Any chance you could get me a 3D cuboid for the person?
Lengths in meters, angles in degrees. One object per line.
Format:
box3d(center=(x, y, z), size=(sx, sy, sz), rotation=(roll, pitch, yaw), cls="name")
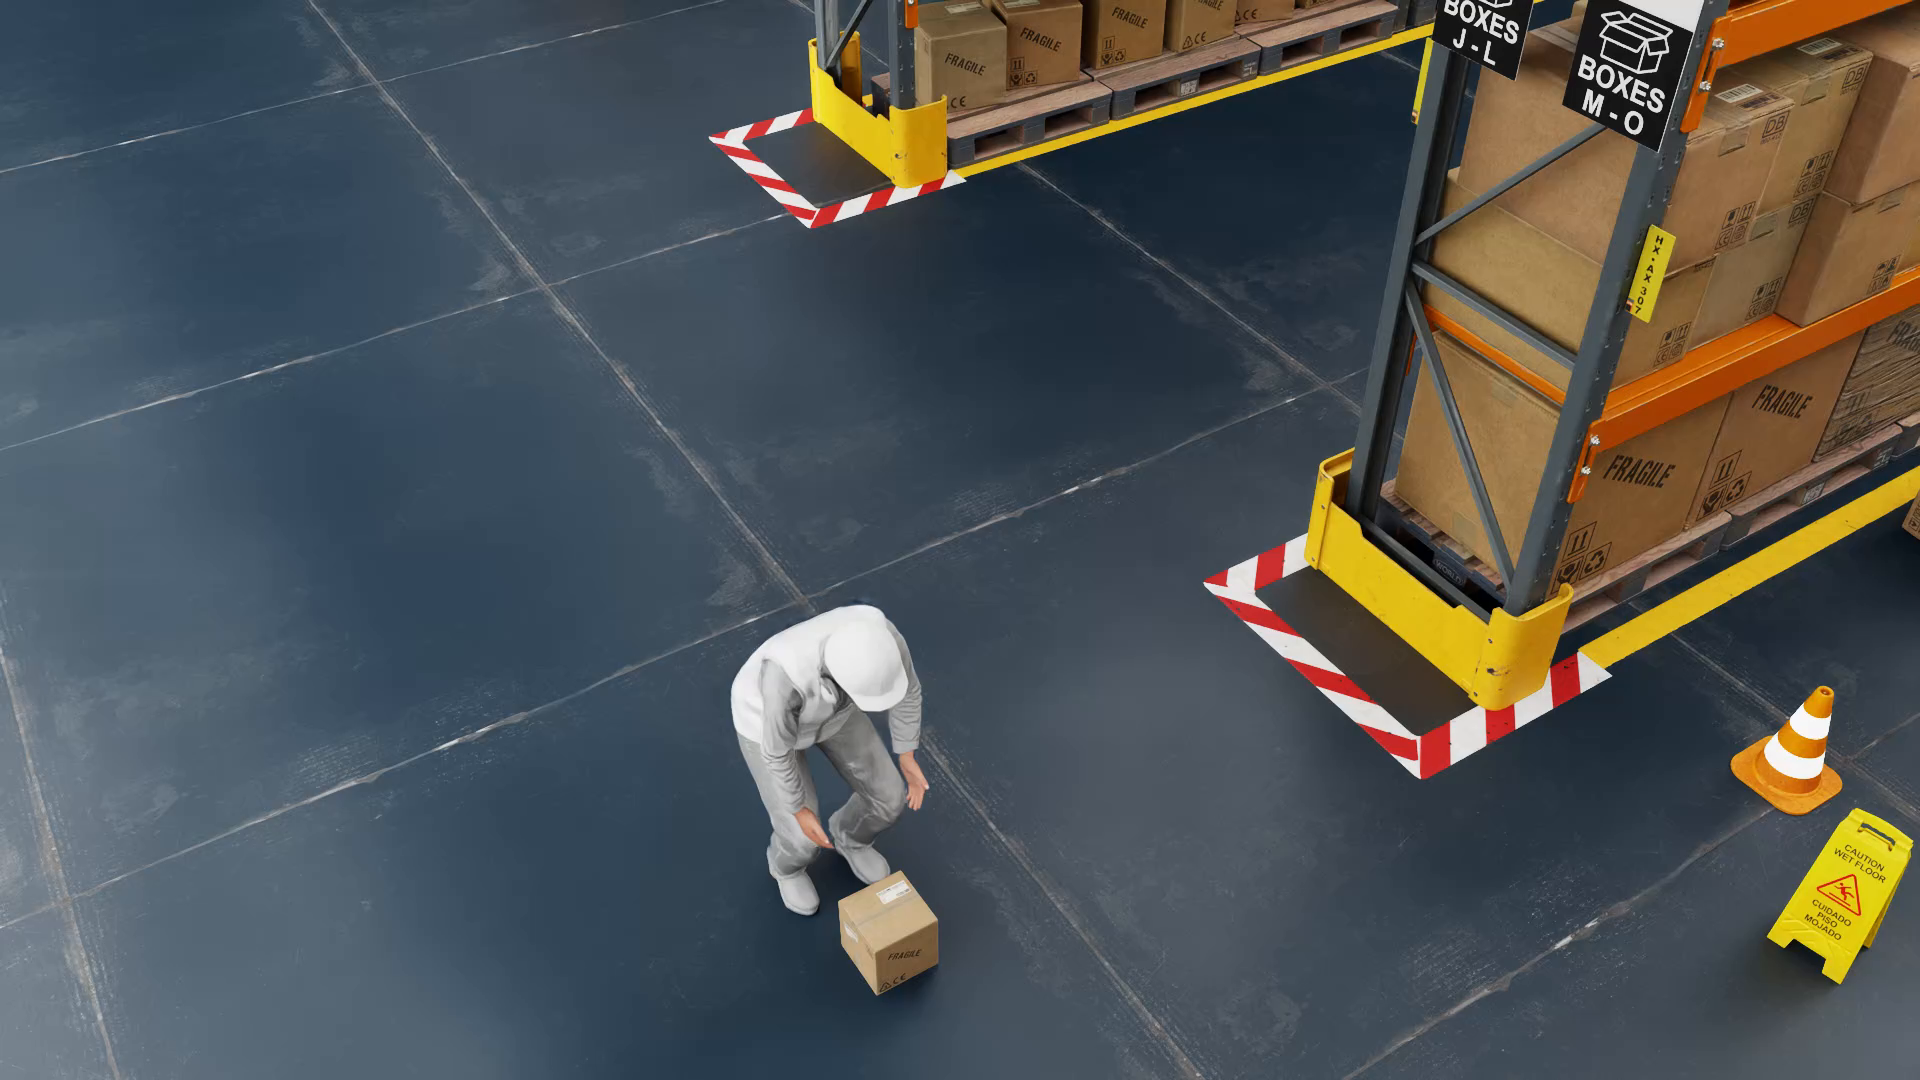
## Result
box3d(center=(-0.426, 0.679, 5.597), size=(0.591, 1.449, 0.753), rotation=(-22, 45, -24), cls="person")
